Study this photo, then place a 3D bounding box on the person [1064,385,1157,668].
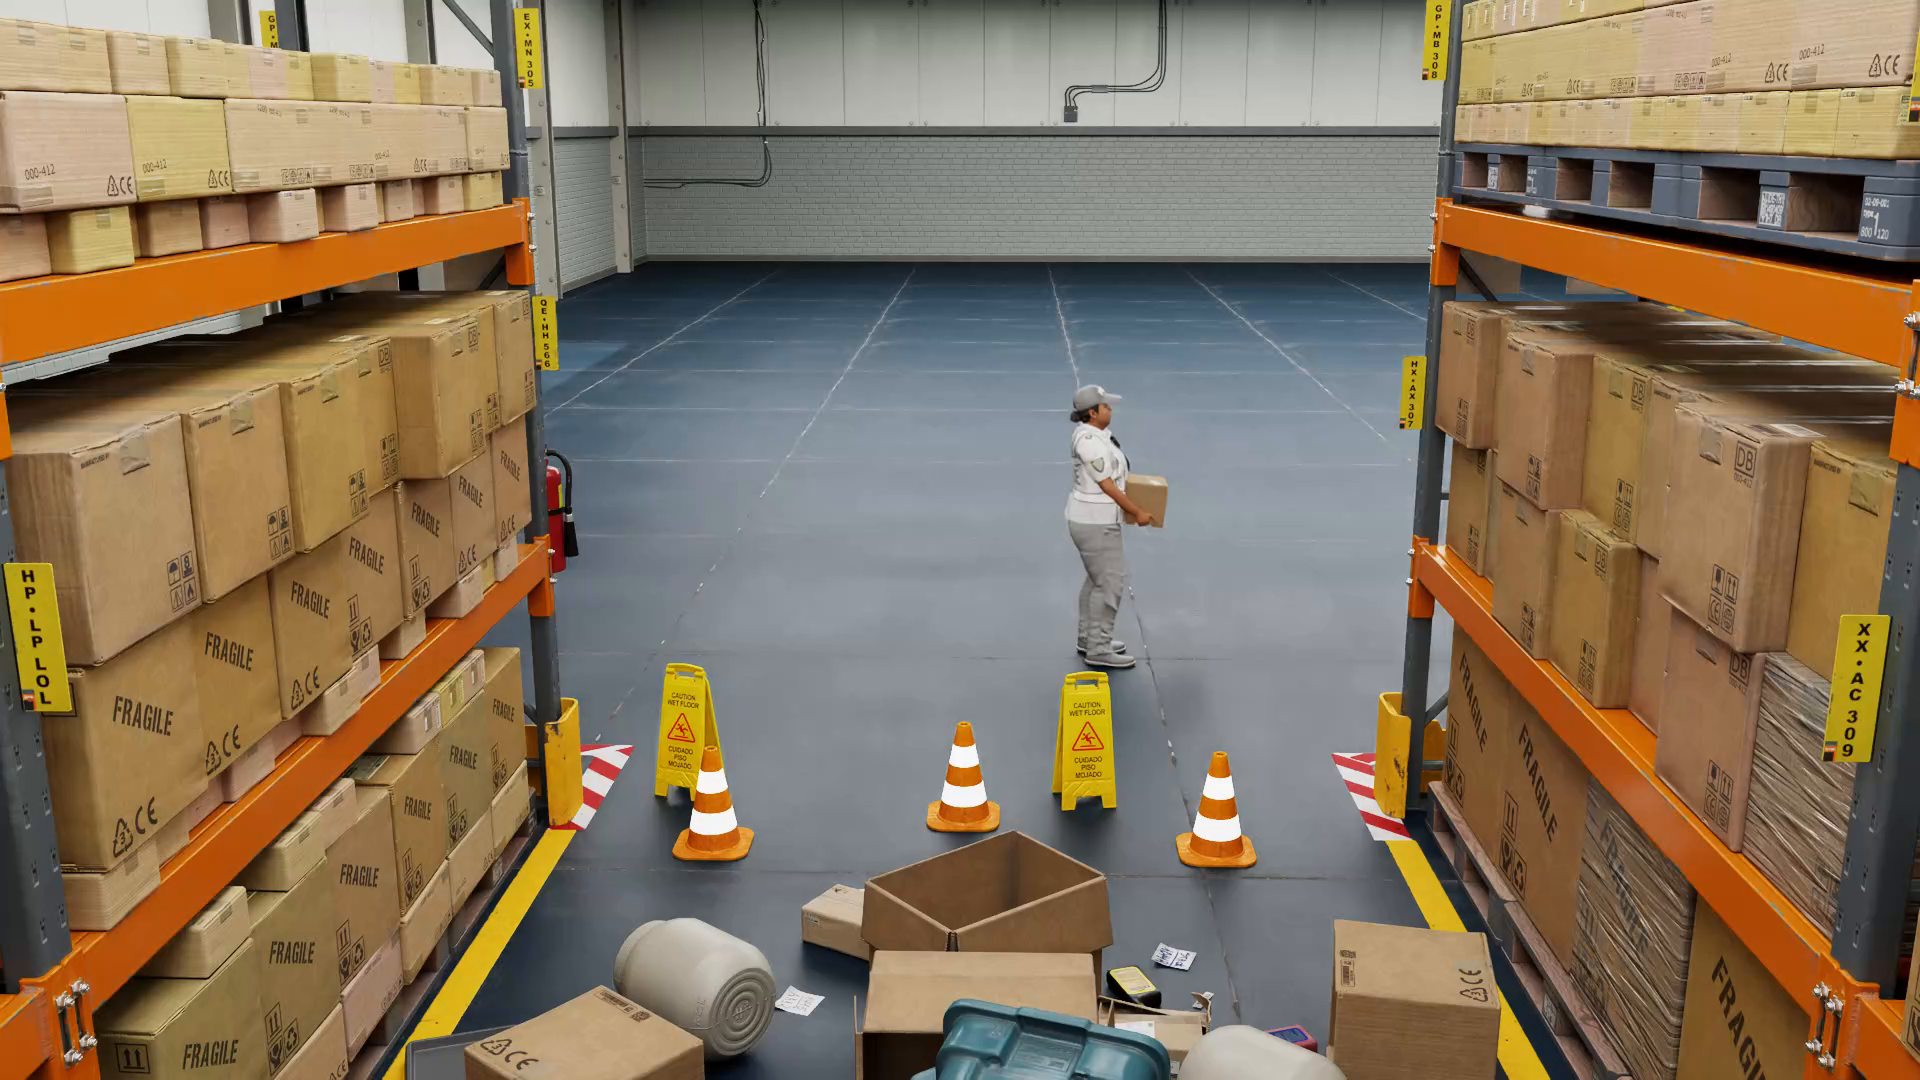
[{"bbox_3d":[0.887,-0.093,9.871,0.535,1.660,0.456,0,14,1],"label":"person"}]
